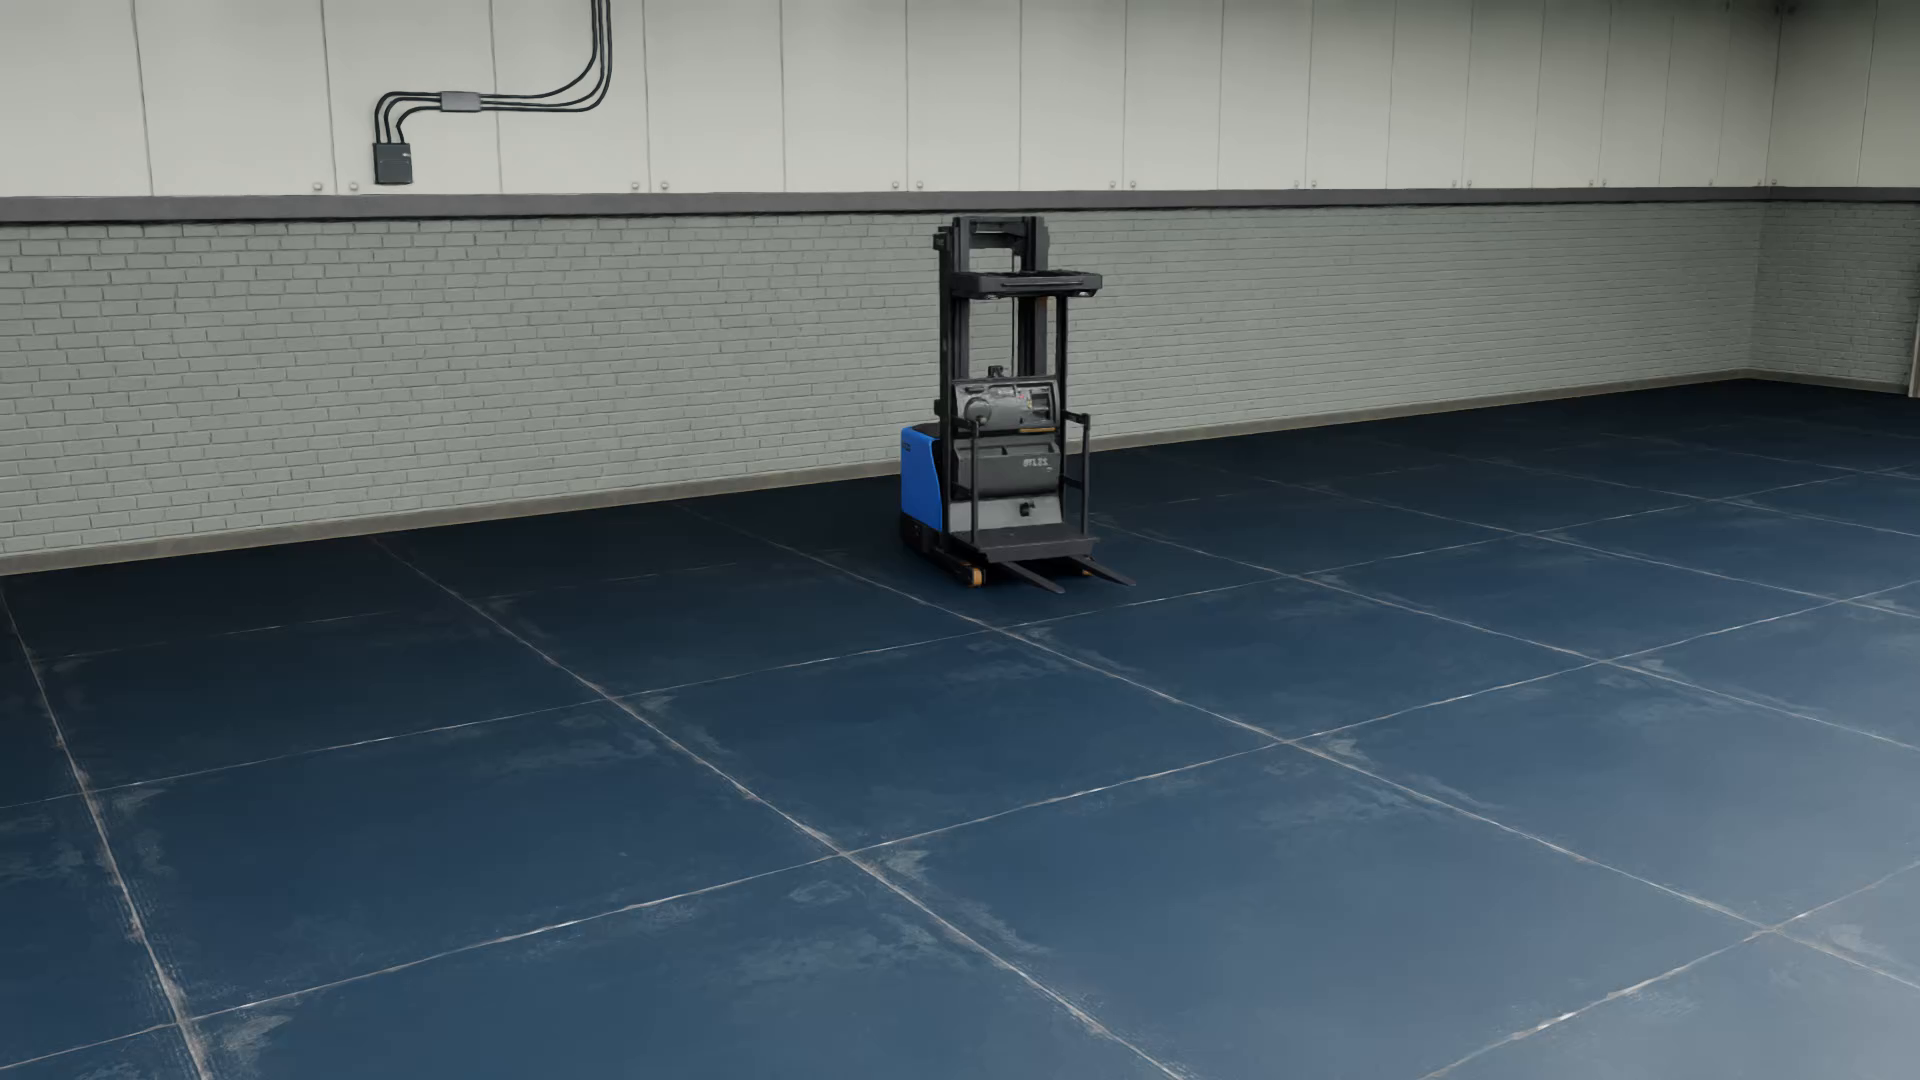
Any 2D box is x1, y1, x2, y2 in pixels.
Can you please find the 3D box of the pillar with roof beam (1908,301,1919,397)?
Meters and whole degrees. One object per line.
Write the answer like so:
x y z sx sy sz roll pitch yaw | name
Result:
10.984 -6.033 21.775 9.100 9.000 0.400 -8 15 -33 | pillar with roof beam

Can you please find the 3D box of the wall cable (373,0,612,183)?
-4.275 -6.277 14.929 2.305 6.003 0.169 -8 15 -33 | wall cable

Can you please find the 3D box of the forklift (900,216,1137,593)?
0.475 -1.147 13.635 1.130 2.935 3.031 -5 13 -21 | forklift
